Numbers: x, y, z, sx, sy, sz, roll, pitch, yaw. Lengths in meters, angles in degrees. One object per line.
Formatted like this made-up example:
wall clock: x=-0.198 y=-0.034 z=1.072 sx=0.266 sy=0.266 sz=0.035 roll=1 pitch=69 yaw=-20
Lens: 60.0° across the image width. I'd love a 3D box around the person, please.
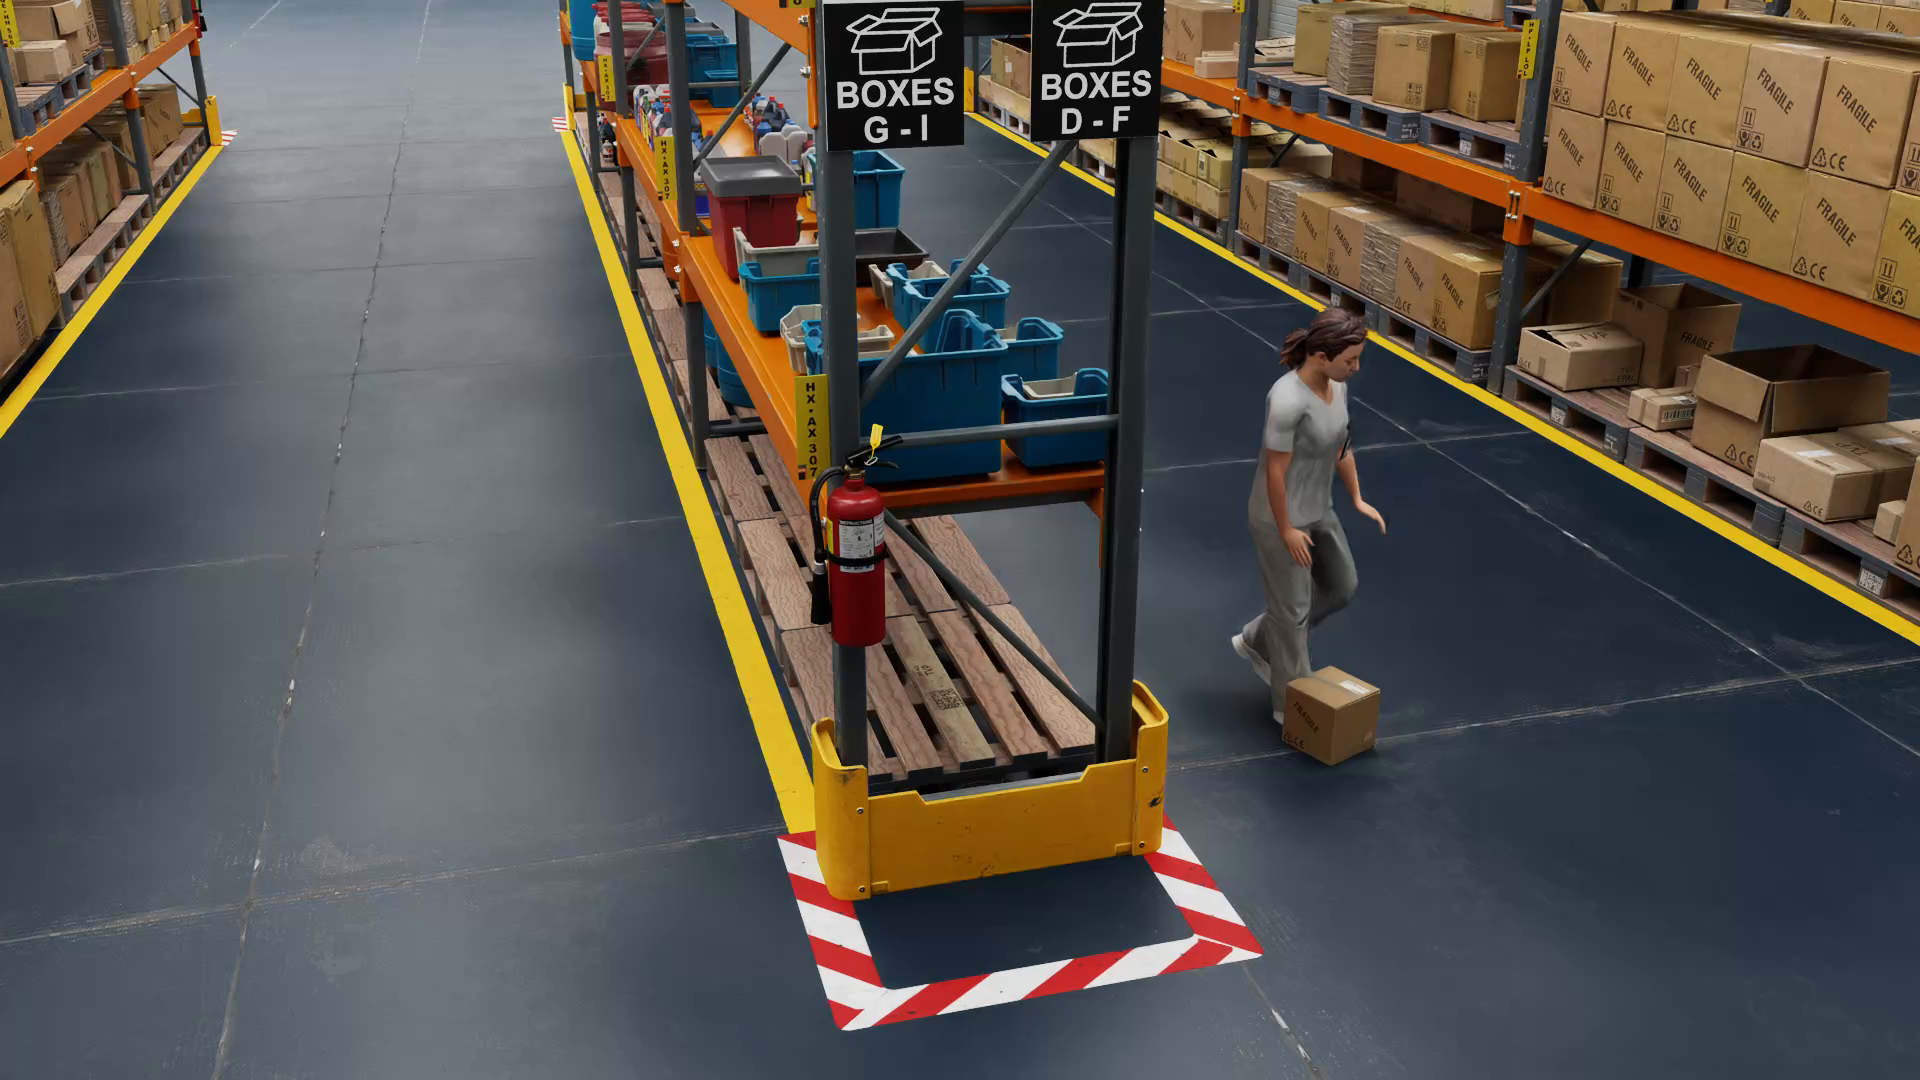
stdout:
person: x=1.282 y=-0.079 z=6.245 sx=0.571 sy=1.663 sz=0.472 roll=17 pitch=29 yaw=35
